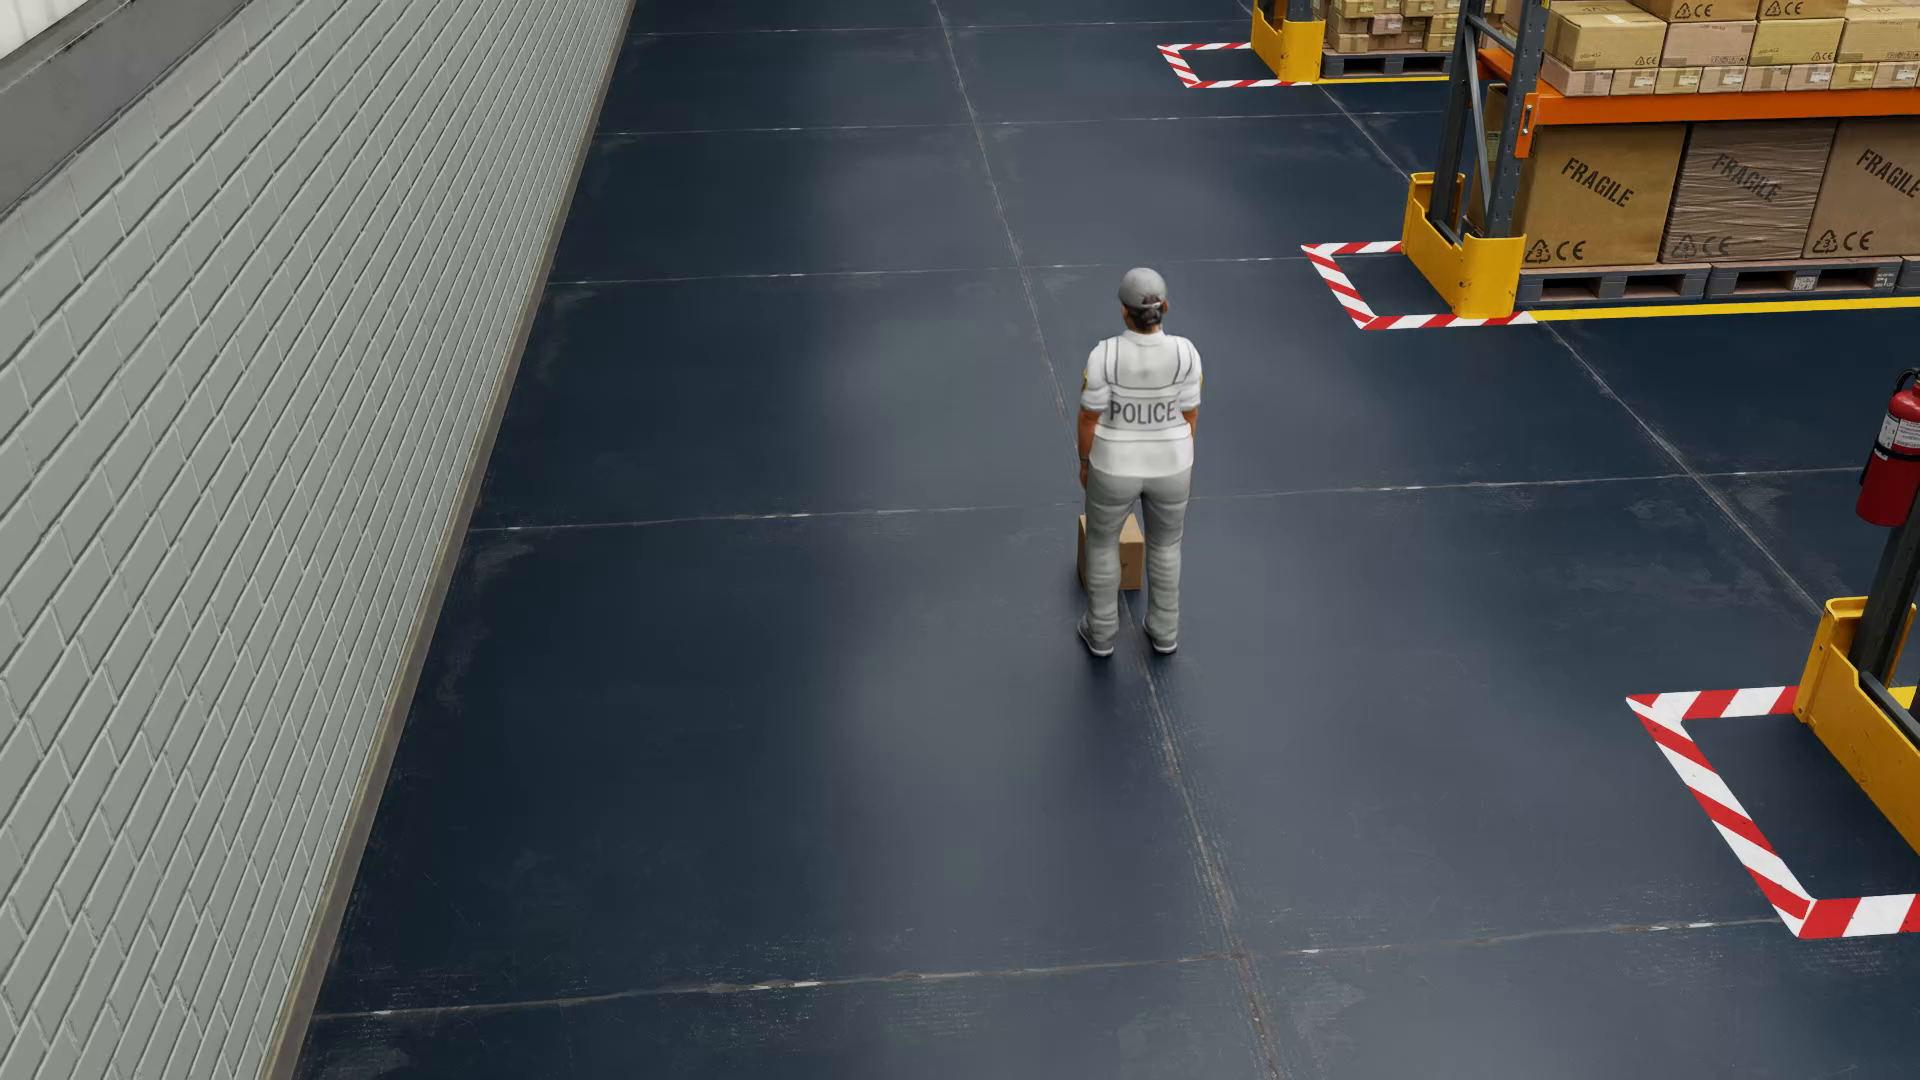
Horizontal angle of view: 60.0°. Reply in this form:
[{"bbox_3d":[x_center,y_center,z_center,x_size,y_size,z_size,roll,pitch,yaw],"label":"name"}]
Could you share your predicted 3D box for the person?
[{"bbox_3d":[0.691,-0.293,6.625,0.470,1.658,0.390,-2,31,-4],"label":"person"}]
